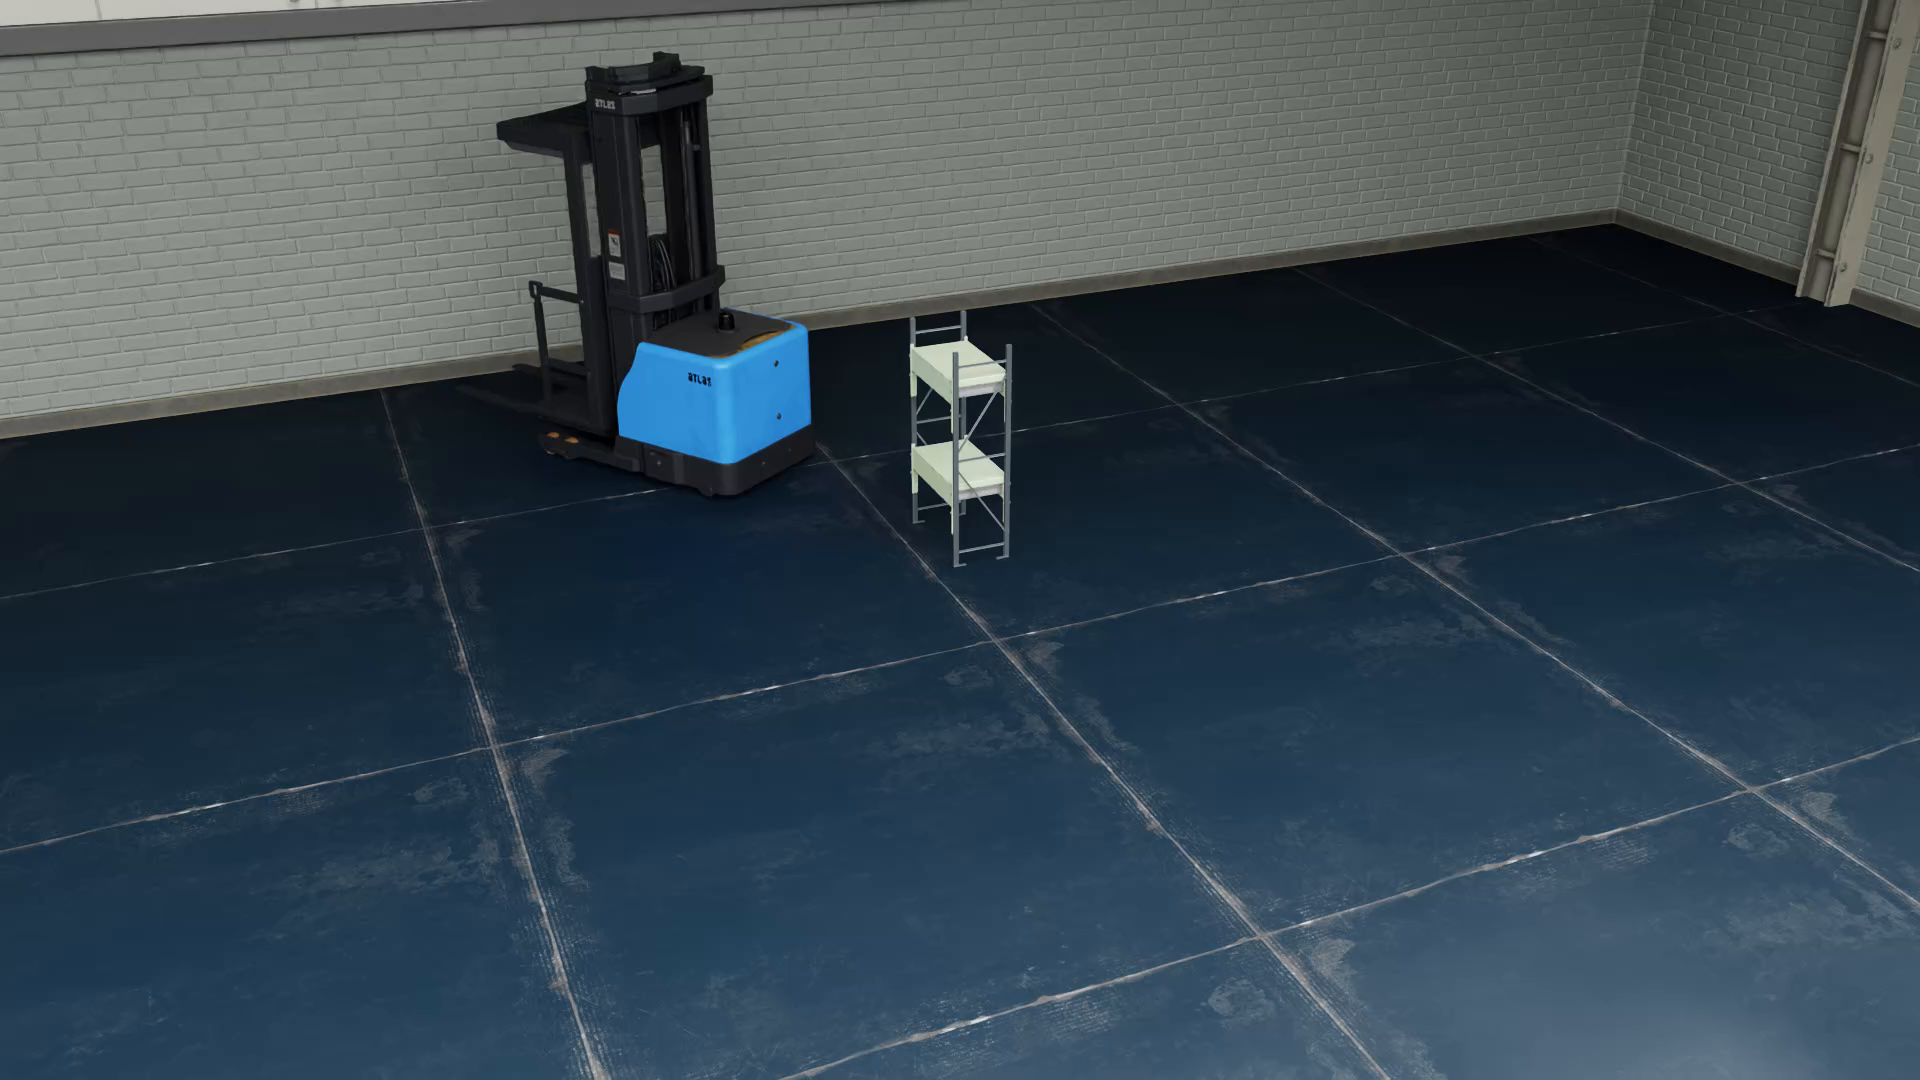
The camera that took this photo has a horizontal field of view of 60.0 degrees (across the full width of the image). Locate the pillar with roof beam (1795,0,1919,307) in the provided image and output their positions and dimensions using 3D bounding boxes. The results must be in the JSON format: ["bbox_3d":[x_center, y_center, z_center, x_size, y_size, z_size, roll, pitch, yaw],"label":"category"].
[{"bbox_3d":[4.443,-5.650,12.711,9.100,9.000,0.400,-11,28,-21],"label":"pillar with roof beam"}]

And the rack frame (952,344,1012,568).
[{"bbox_3d":[0.141,-0.529,10.770,0.400,1.500,0.023,-11,28,-21],"label":"rack frame"}]

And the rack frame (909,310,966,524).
[{"bbox_3d":[-0.146,-0.824,11.375,0.400,1.500,0.023,-11,28,-21],"label":"rack frame"}]

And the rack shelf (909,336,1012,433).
[{"bbox_3d":[-0.003,-1.027,10.901,0.431,0.370,0.720,-11,28,-21],"label":"rack shelf"}]

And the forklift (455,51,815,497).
[{"bbox_3d":[-2.616,-2.104,12.365,3.031,2.935,1.130,16,30,29],"label":"forklift"}]

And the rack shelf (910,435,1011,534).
[{"bbox_3d":[-0.003,-0.384,11.216,0.431,0.370,0.720,-11,28,-21],"label":"rack shelf"}]

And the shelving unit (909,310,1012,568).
[{"bbox_3d":[-0.003,-0.677,11.073,0.431,1.500,0.755,-11,28,-21],"label":"shelving unit"}]
